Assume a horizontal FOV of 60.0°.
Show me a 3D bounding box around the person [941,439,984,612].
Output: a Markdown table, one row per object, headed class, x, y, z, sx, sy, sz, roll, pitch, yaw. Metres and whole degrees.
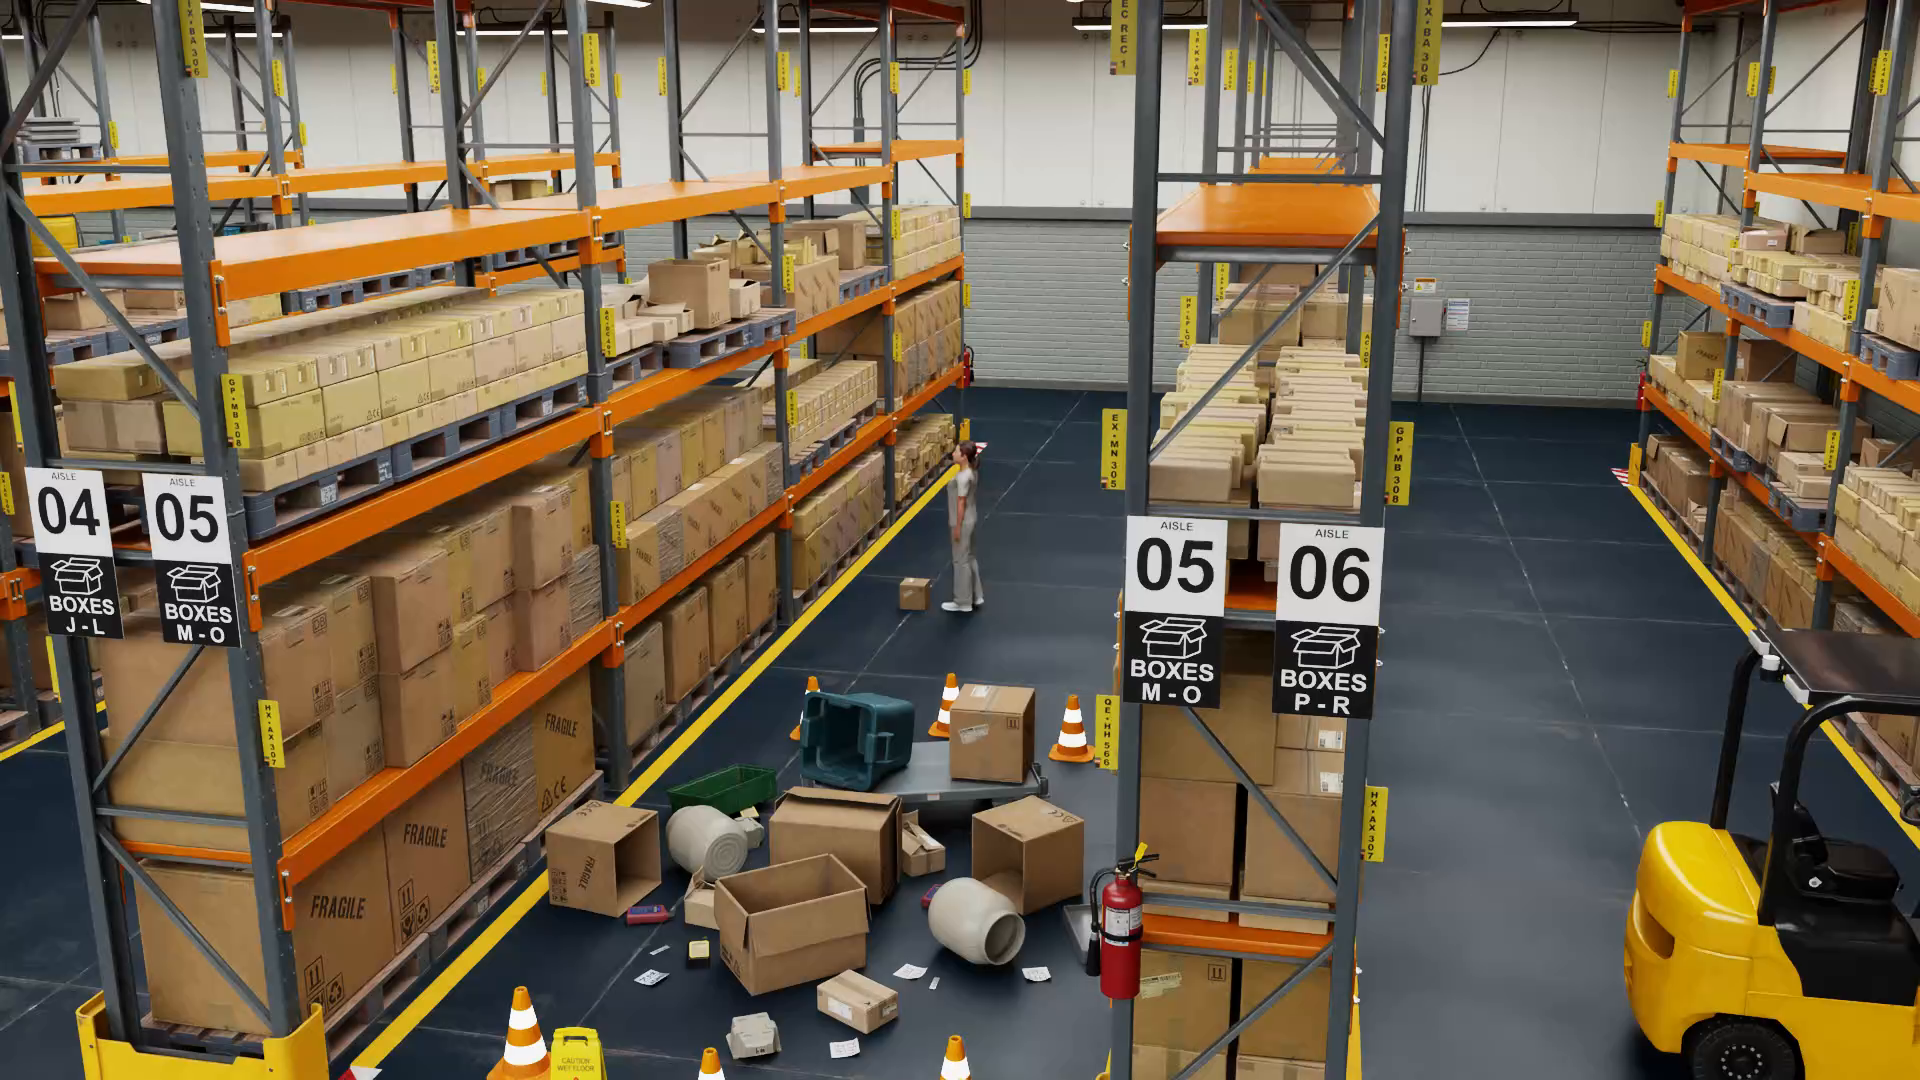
| class | x | y | z | sx | sy | sz | roll | pitch | yaw |
| --- | --- | --- | --- | --- | --- | --- | --- | --- | --- |
| person | 0.026 | -0.138 | 16.039 | 0.382 | 1.695 | 0.500 | 3 | 15 | 11 |
